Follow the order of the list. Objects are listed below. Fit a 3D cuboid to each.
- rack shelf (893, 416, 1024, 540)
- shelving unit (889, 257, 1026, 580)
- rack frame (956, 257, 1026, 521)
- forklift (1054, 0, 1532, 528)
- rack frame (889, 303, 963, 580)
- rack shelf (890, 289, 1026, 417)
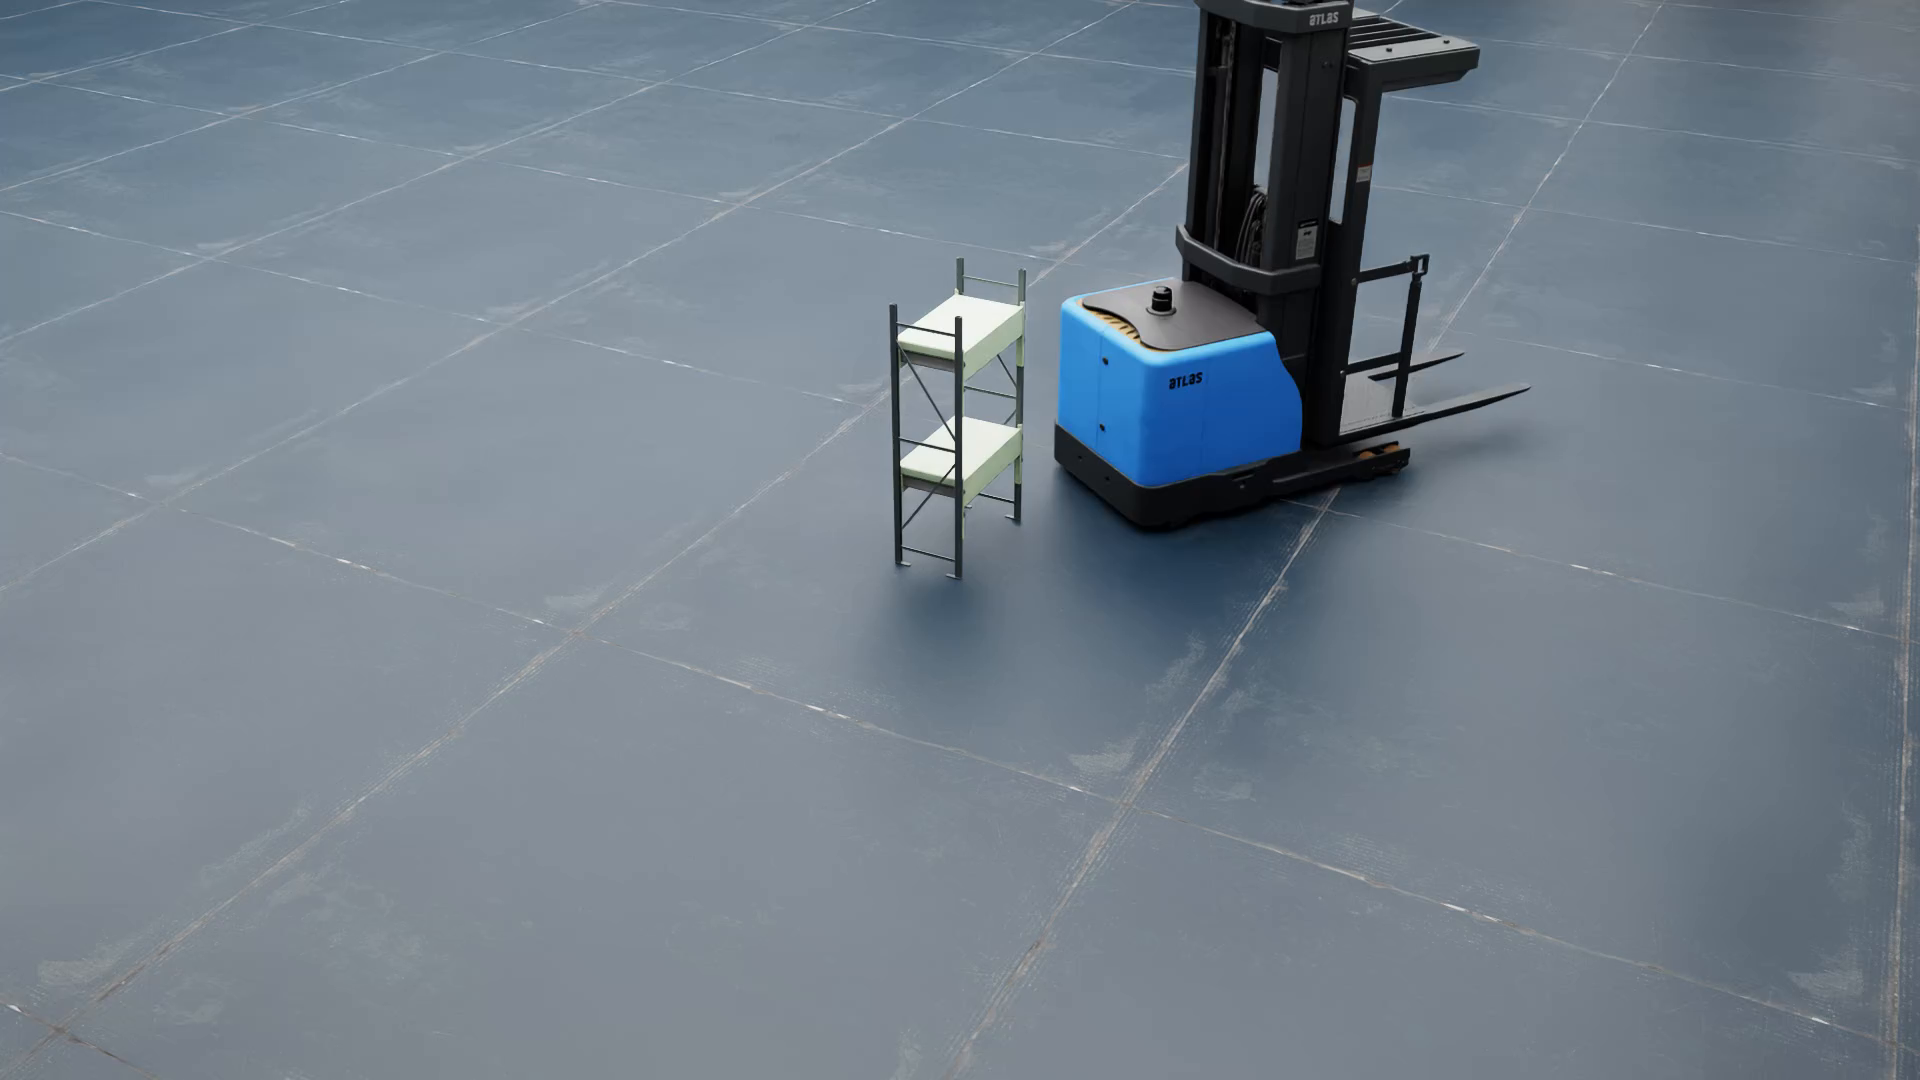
[{"bbox_3d":[-0.003,-0.365,9.034,0.431,0.370,0.720,14,33,23],"label":"rack shelf"},{"bbox_3d":[-0.003,-0.647,8.871,0.431,1.500,0.755,14,33,23],"label":"shelving unit"},{"bbox_3d":[0.164,-0.810,9.154,0.400,1.500,0.023,14,33,23],"label":"rack frame"},{"bbox_3d":[2.111,-1.845,9.520,3.031,2.935,1.130,-14,33,-24],"label":"forklift"},{"bbox_3d":[-0.170,-0.485,8.589,0.400,1.500,0.023,14,33,23],"label":"rack frame"},{"bbox_3d":[-0.003,-0.986,8.677,0.431,0.370,0.720,14,33,23],"label":"rack shelf"}]
